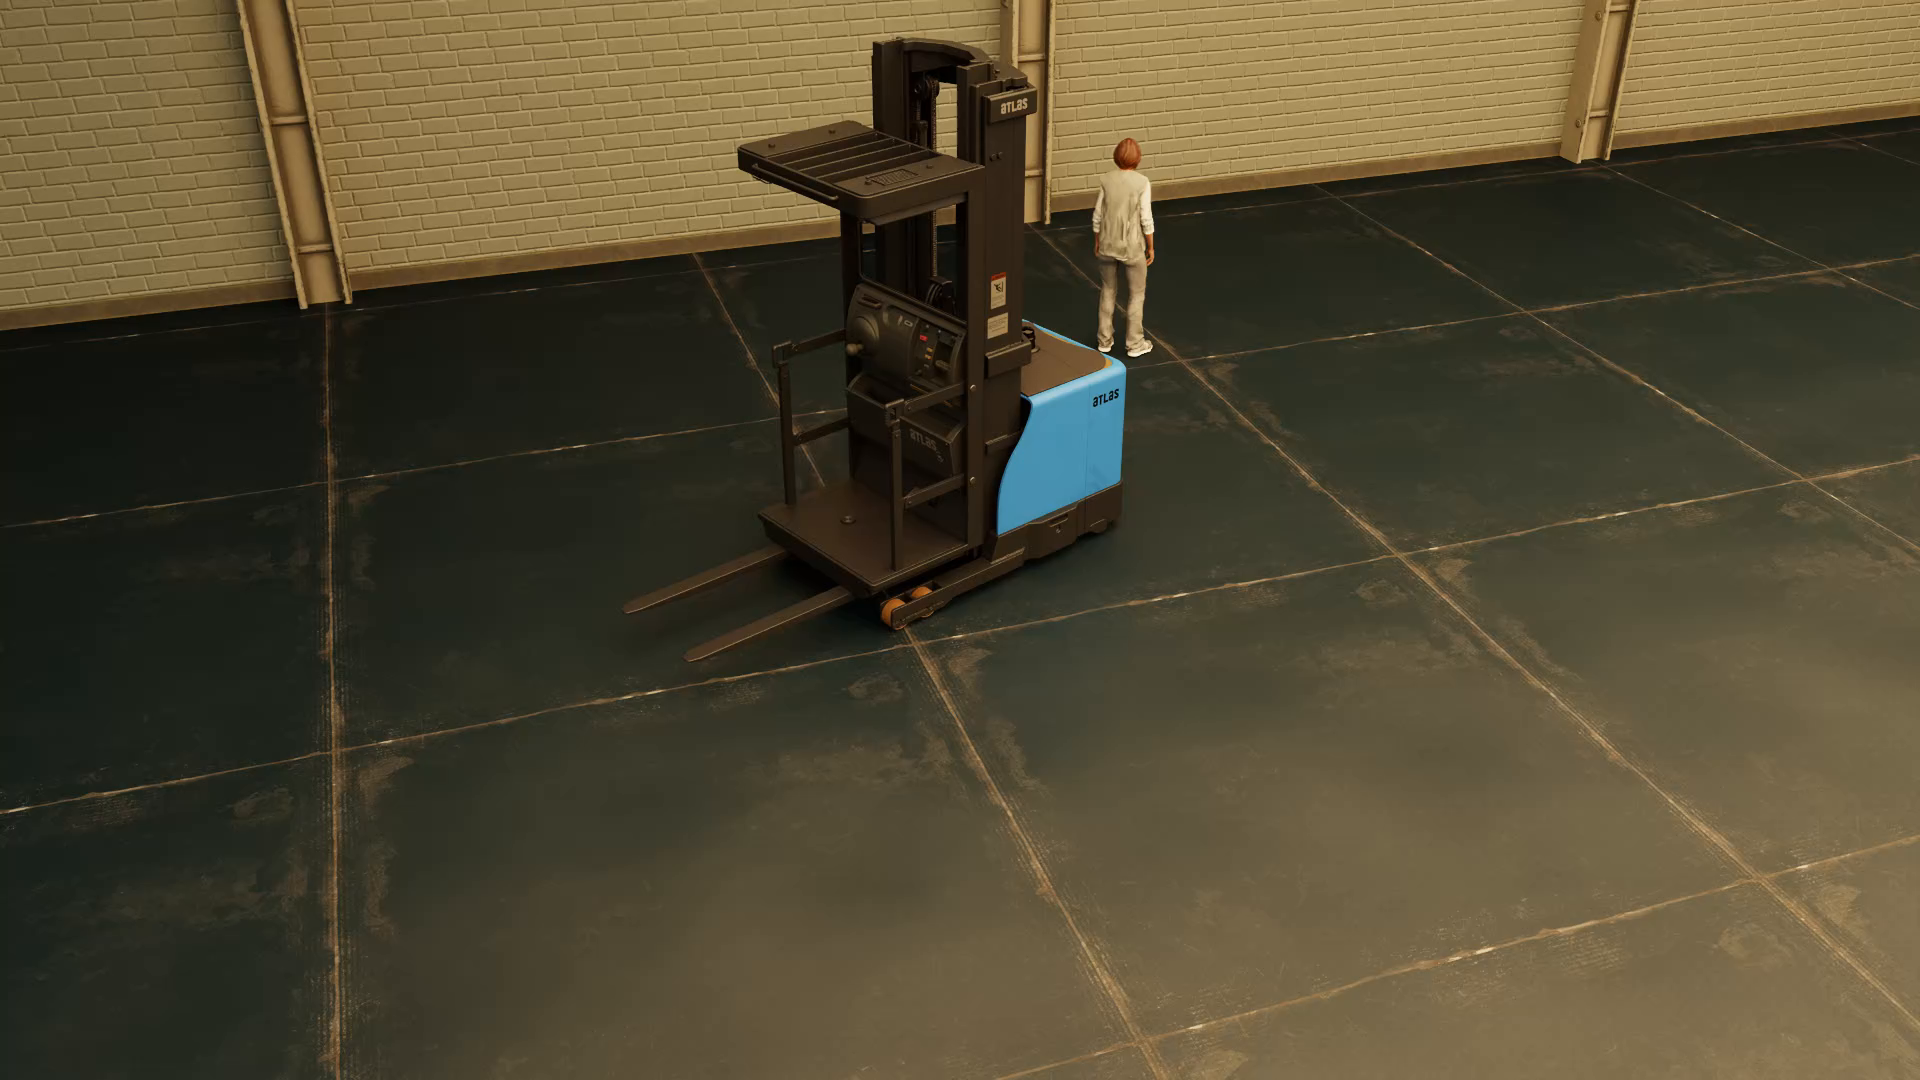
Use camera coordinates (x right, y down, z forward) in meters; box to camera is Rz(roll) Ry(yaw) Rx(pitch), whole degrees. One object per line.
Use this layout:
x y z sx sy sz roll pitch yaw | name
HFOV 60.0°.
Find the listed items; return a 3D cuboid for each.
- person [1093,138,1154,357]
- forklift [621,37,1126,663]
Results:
1.187 -2.116 12.106 0.464 1.593 0.345 13 32 21 | person
-0.461 -1.072 8.951 3.031 2.935 1.130 -23 37 -34 | forklift
